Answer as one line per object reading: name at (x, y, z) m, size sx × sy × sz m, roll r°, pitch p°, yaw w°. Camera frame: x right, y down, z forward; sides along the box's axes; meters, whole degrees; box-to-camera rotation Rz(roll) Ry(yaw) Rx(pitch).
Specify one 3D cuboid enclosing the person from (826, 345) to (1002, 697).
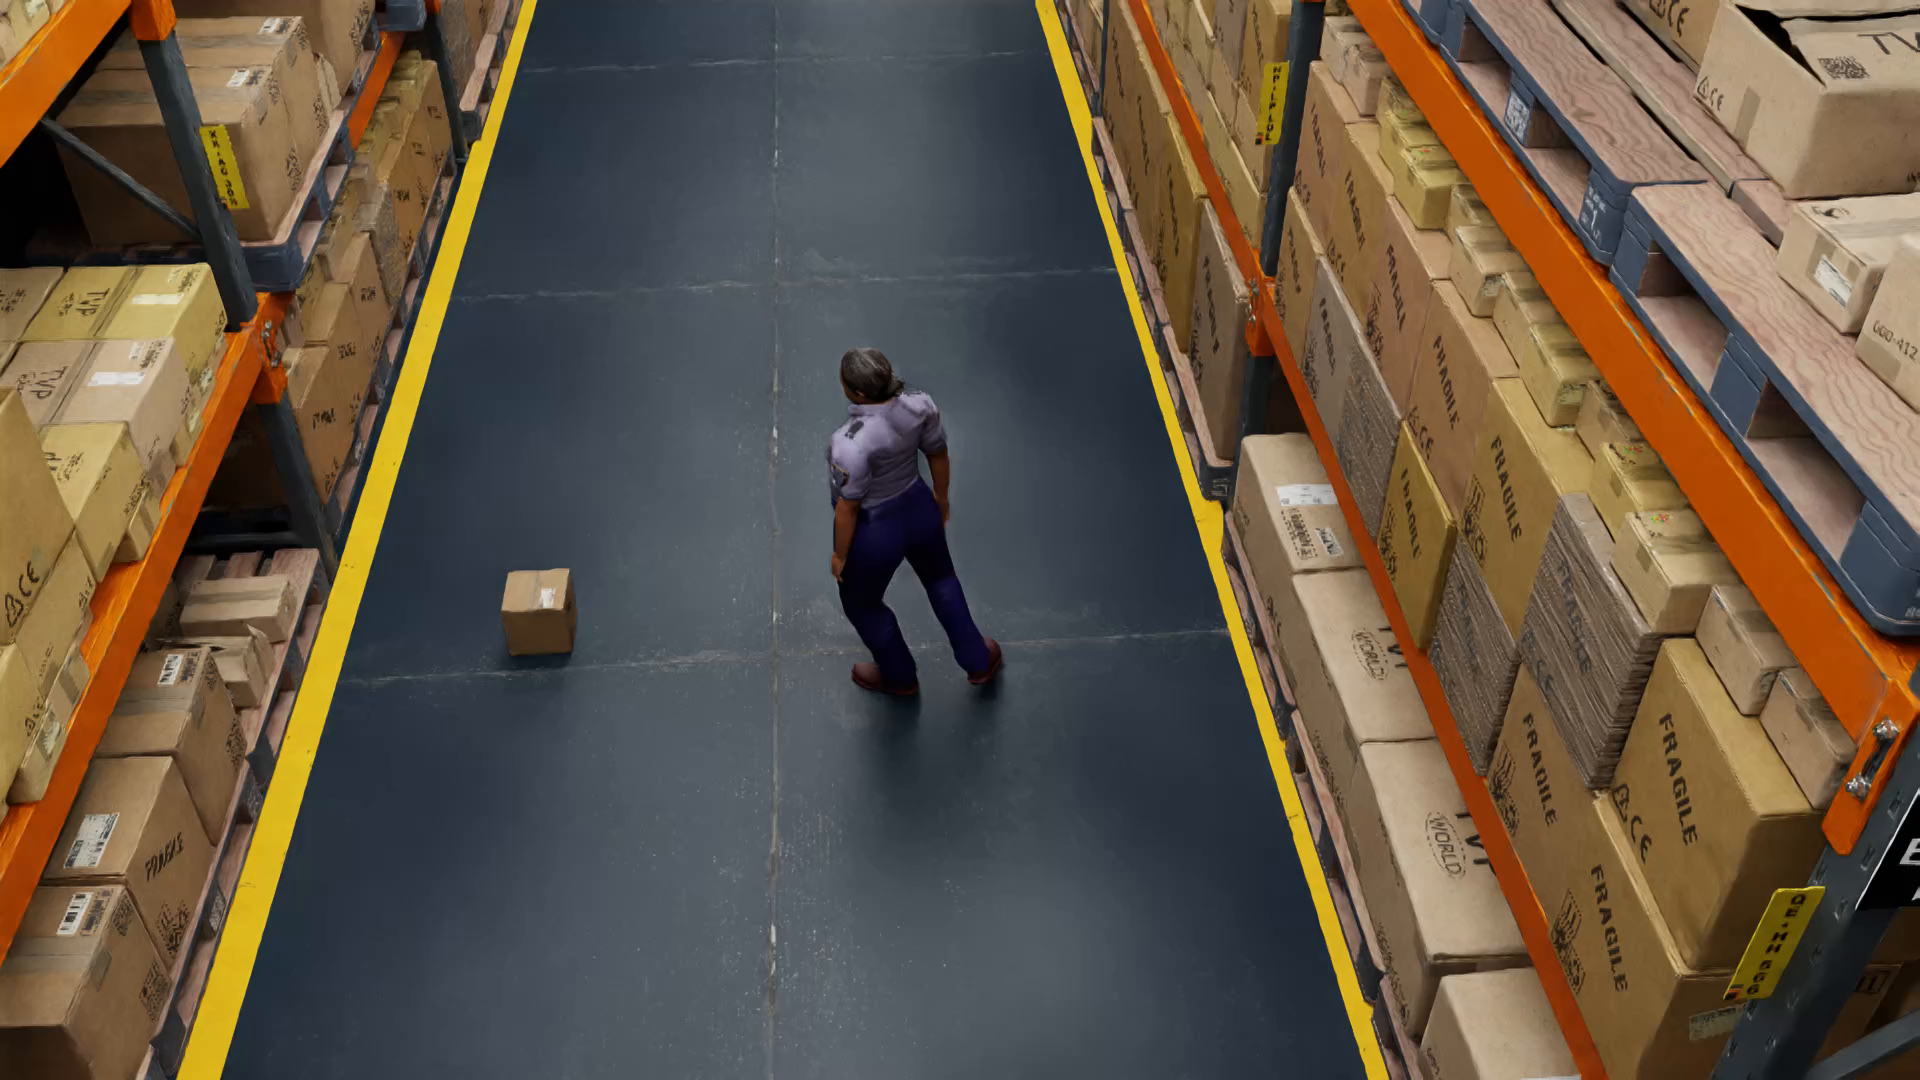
person at (-0.157, -0.055, 6.251) m, size 0.673 × 1.627 × 0.518 m, roll -31°, pitch 48°, yaw -32°
